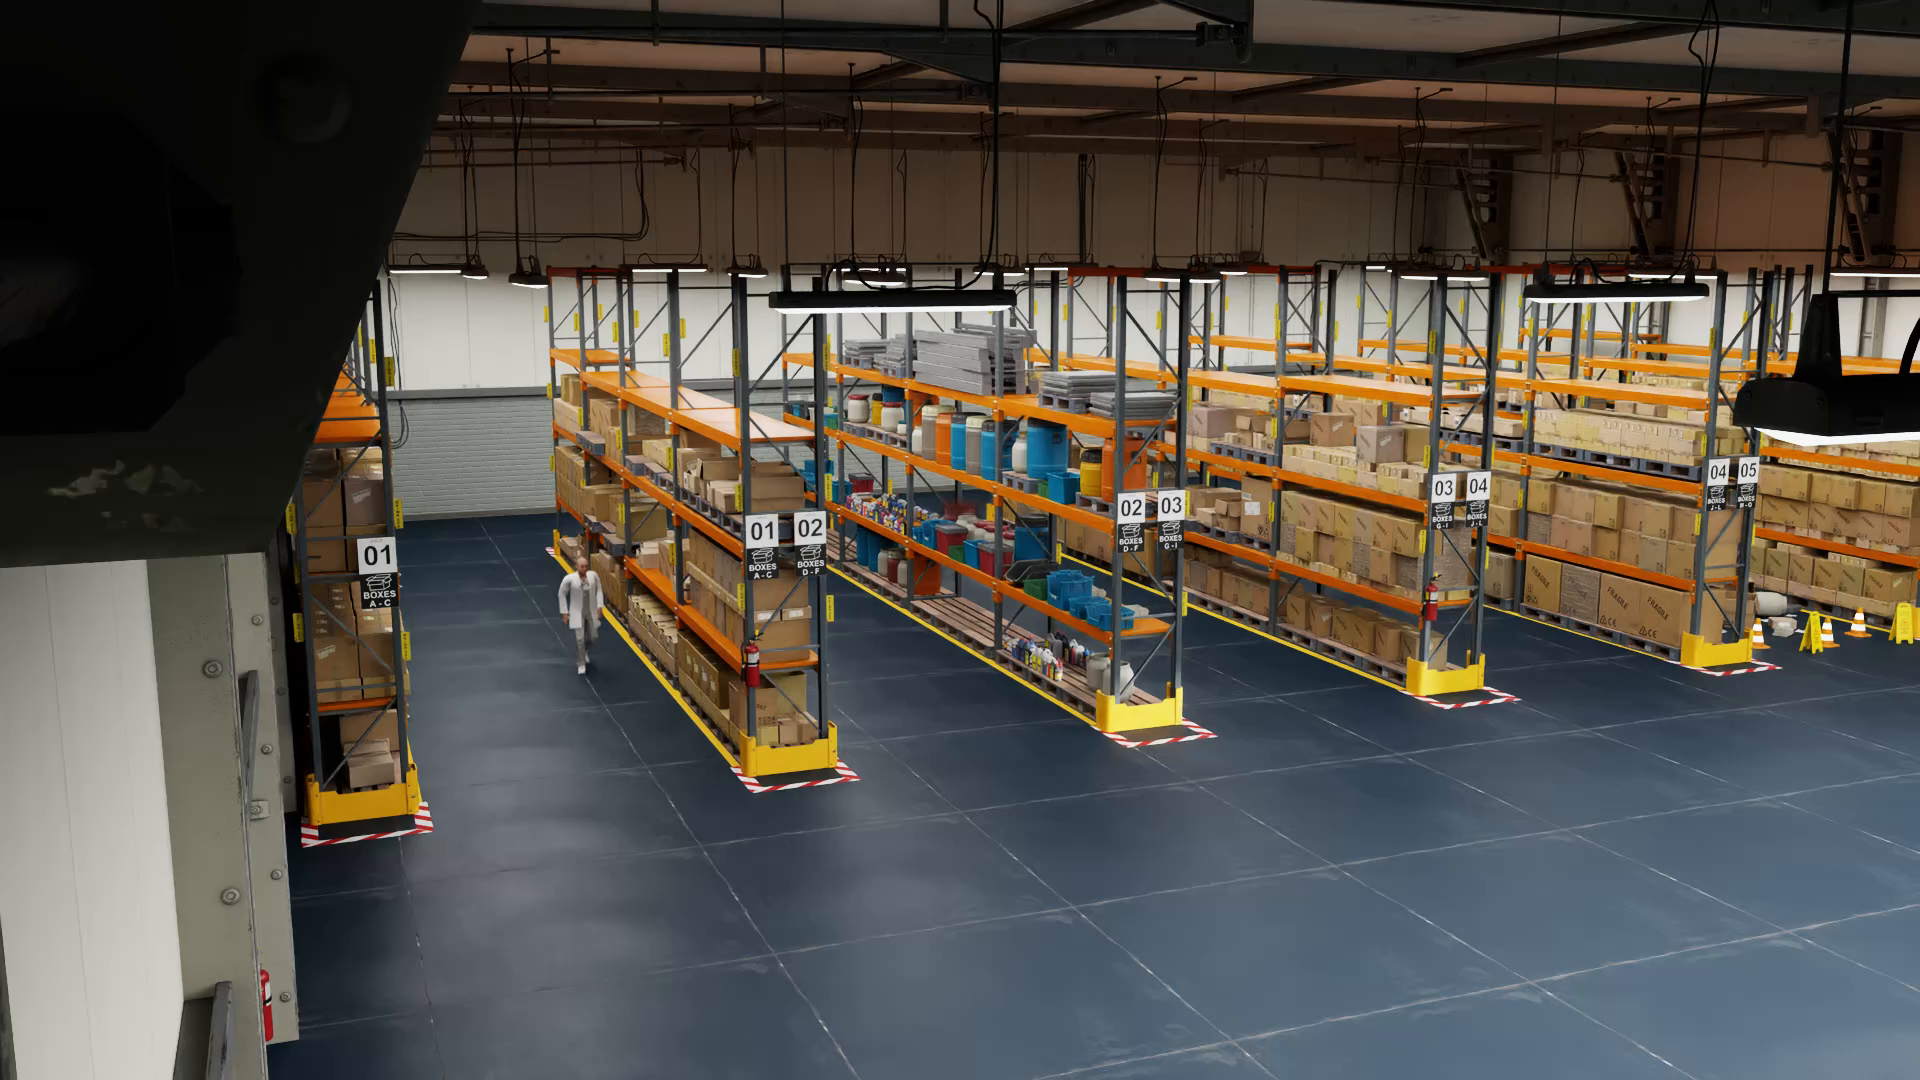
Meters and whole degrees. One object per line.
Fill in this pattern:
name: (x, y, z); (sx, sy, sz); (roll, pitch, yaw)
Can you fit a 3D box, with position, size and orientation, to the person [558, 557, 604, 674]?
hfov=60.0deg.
person: (-5.773, 1.099, 25.284); (0.673, 1.748, 0.740); (-6, 12, -32)
